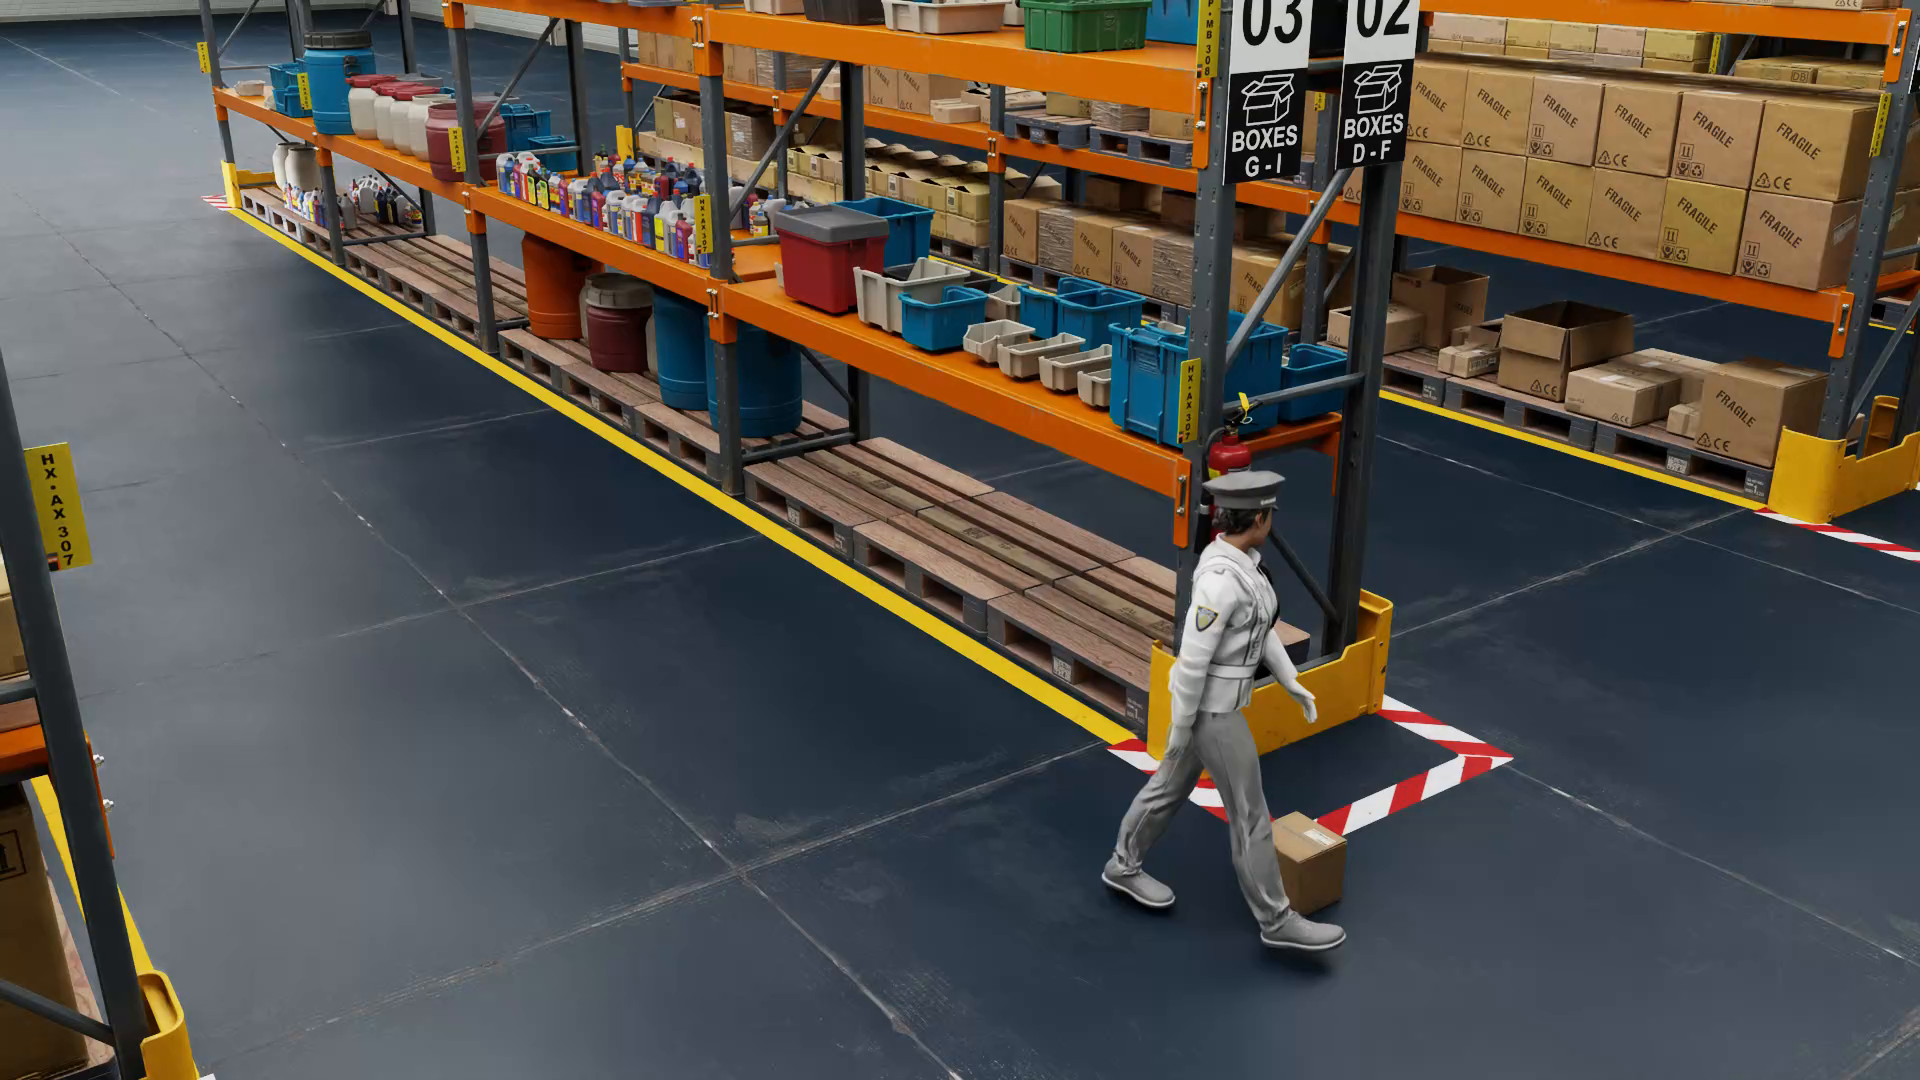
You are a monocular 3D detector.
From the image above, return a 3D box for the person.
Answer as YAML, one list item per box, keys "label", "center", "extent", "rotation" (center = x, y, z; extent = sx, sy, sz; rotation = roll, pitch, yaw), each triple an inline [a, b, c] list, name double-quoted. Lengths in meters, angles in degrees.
- label: "person"
  center: [0.940, 0.565, 5.653]
  extent: [0.854, 1.614, 0.506]
  rotation: [5, 22, 12]
